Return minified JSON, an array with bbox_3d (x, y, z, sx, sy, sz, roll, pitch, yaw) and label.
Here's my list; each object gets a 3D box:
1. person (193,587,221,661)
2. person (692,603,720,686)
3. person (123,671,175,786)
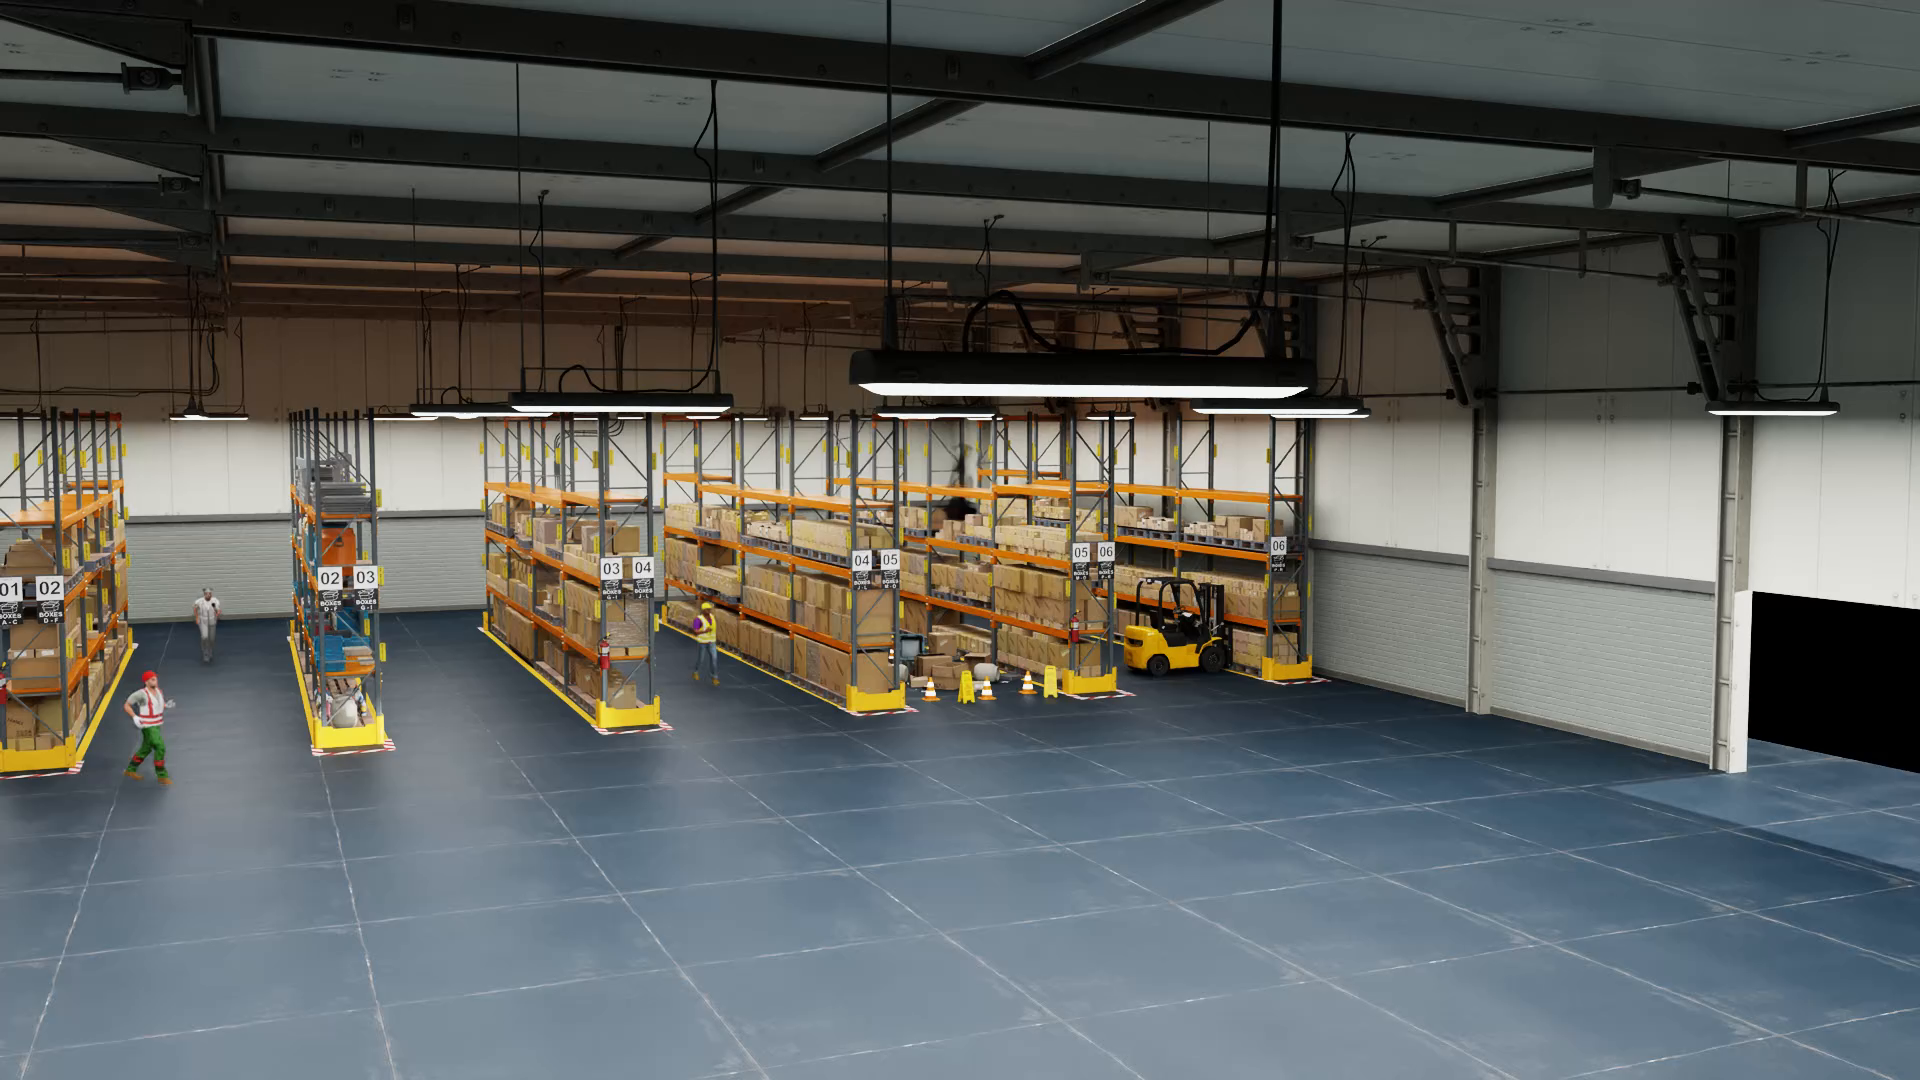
[{"bbox_3d":[-18.236,2.050,40.334,0.590,1.835,0.875,-3,5,-35],"label":"person"},{"bbox_3d":[-5.578,2.259,36.456,0.688,1.780,0.950,-3,5,-38],"label":"person"},{"bbox_3d":[-12.860,2.981,26.397,0.850,1.838,0.624,0,4,4],"label":"person"}]
